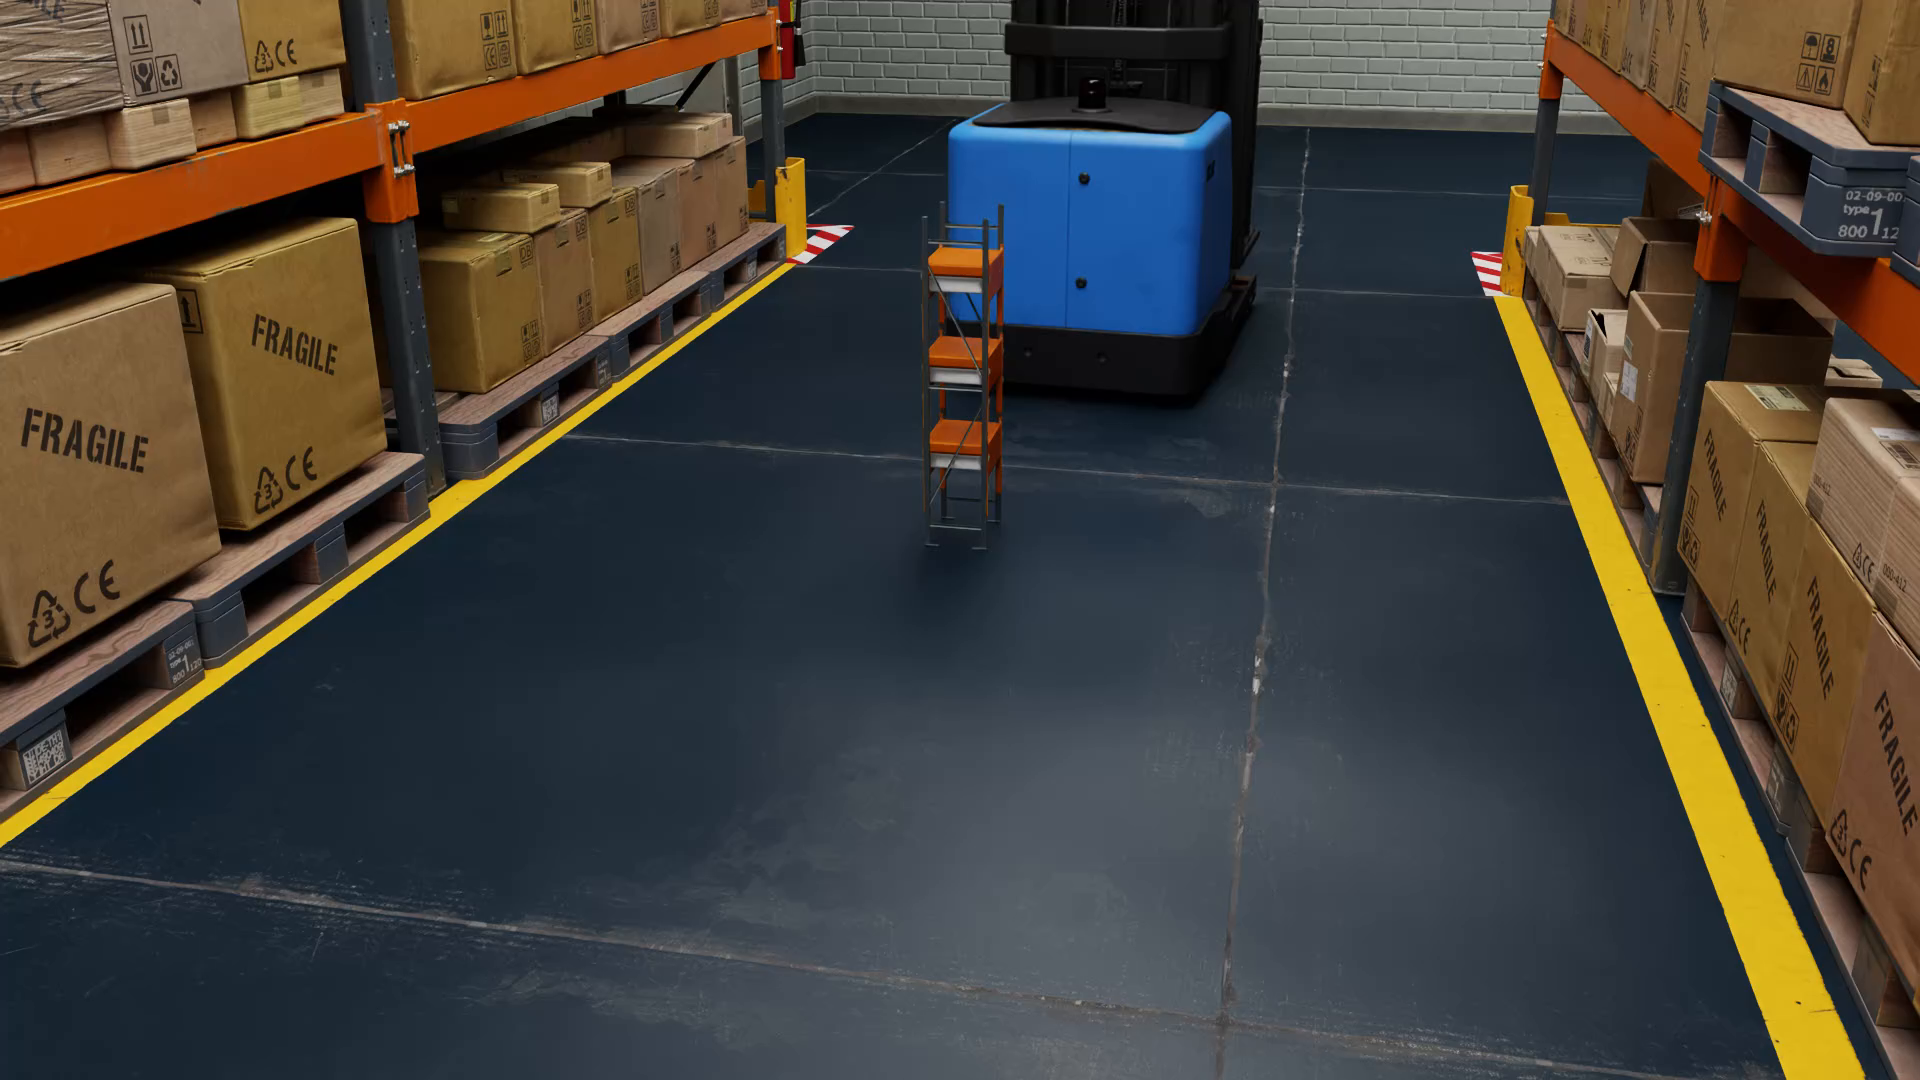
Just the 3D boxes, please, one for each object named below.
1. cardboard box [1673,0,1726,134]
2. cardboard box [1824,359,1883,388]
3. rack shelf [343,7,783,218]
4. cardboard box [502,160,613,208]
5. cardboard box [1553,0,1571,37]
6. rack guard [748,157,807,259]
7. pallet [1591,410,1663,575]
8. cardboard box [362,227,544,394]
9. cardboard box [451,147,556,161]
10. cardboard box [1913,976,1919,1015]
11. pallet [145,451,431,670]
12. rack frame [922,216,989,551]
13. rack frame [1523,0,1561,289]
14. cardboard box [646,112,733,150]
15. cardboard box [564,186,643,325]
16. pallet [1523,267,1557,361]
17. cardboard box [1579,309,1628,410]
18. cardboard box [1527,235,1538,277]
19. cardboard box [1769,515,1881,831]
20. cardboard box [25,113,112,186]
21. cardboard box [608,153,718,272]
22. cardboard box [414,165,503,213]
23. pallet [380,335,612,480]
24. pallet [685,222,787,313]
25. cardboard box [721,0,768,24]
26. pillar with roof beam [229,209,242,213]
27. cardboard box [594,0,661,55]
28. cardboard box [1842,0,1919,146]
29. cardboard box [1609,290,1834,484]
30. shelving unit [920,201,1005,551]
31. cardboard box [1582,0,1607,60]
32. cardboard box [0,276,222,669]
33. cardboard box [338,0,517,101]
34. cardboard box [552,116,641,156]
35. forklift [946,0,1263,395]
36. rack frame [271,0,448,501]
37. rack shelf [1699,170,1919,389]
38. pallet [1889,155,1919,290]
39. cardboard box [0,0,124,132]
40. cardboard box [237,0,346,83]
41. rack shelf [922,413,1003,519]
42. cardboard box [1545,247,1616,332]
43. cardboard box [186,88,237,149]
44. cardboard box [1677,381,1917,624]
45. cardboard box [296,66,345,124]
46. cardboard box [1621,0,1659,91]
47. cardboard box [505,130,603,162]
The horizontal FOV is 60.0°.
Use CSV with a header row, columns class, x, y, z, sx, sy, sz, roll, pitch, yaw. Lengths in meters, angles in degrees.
class,x,y,z,sx,sy,sz,roll,pitch,yaw
cardboard box,2.413,-1.457,4.822,0.500,0.500,0.500,5,22,12
cardboard box,3.026,-0.552,5.913,0.380,0.166,0.250,4,22,11
rack shelf,-1.880,-1.982,7.223,1.077,0.370,4.000,4,22,11
cardboard box,-1.680,-1.489,6.950,0.380,0.149,0.250,4,22,9
cardboard box,3.030,-2.575,7.599,0.500,0.500,0.500,5,22,12
rack guard,-1.467,-1.897,9.394,1.175,0.500,0.348,4,22,11
pallet,2.703,-0.166,5.483,1.003,0.211,1.213,4,22,11
cardboard box,-2.035,-0.885,6.321,0.700,0.500,0.500,5,22,12
cardboard box,-1.996,-1.624,7.288,0.380,0.149,0.250,4,22,10
cardboard box,1.813,0.661,2.454,0.500,0.500,0.500,4,22,9
pallet,-2.372,-0.003,5.078,1.003,0.211,1.213,4,22,11
rack frame,-0.014,-0.462,5.095,0.200,1.050,0.008,4,22,11
rack frame,3.378,-2.671,7.971,1.000,3.000,0.127,4,22,11
cardboard box,-1.364,-2.059,8.366,0.380,0.149,0.250,4,22,10
cardboard box,-1.822,-1.256,7.242,0.700,0.500,0.500,5,22,12
pallet,3.201,-1.058,7.698,1.003,0.211,1.213,4,22,11
cardboard box,2.554,-0.669,6.011,0.500,0.311,0.500,4,22,11
cardboard box,2.906,-1.343,7.875,0.380,0.166,0.250,4,22,11
cardboard box,2.018,0.284,3.391,0.500,0.500,0.500,5,22,12
cardboard box,-2.316,-0.961,4.034,0.380,0.149,0.250,4,22,11
cardboard box,-1.619,-1.636,8.184,0.700,0.500,0.500,4,22,11
cardboard box,-2.100,-1.438,6.824,0.380,0.149,0.250,4,22,9
pallet,-2.056,-0.563,6.469,1.003,0.211,1.213,4,22,11
pallet,-1.558,-1.455,8.685,1.003,0.211,1.213,4,22,11
cardboard box,-1.566,-2.999,8.384,0.980,0.700,0.700,5,23,13
pillar with roof beam,1.223,-4.361,4.136,9.100,9.000,0.400,4,22,11
cardboard box,-1.868,-2.454,7.030,0.980,0.700,0.700,3,22,8
cardboard box,2.168,-1.037,3.217,0.700,0.500,0.500,8,23,19
cardboard box,2.401,-0.483,5.294,0.500,0.500,0.500,4,22,11
shelving unit,0.011,-0.507,5.206,0.215,1.050,0.252,4,22,11
cardboard box,2.825,-2.203,6.674,0.500,0.500,0.500,4,22,11
cardboard box,-2.472,-0.209,4.173,0.750,0.750,0.750,5,23,13
cardboard box,-2.161,-1.921,5.706,0.980,0.700,0.700,5,22,12
cardboard box,-1.789,-1.996,8.209,0.380,0.149,0.250,5,22,11
forklift,0.832,-2.452,7.520,1.130,2.935,3.031,6,23,15
rack frame,-2.288,-1.584,5.273,1.000,3.000,0.127,4,22,11
rack shelf,2.154,-0.143,2.657,1.077,0.370,4.000,4,22,11
pallet,2.138,-0.368,2.509,1.003,0.211,1.213,4,22,11
cardboard box,-2.341,-1.220,3.808,0.500,0.500,0.500,4,22,11
cardboard box,-2.135,-1.590,4.728,0.500,0.500,0.500,4,22,10
rack shelf,0.011,-0.239,5.314,0.215,0.259,0.240,4,22,11
cardboard box,2.786,-1.057,7.054,0.500,0.250,0.500,4,22,11
cardboard box,-2.205,-1.147,4.495,0.380,0.149,0.250,5,23,13
cardboard box,2.225,-0.094,4.330,0.500,0.500,0.500,3,22,8
cardboard box,-2.080,-1.332,4.955,0.380,0.149,0.250,5,22,11
cardboard box,2.620,-1.834,5.757,0.500,0.500,0.500,5,22,12
cardboard box,-1.892,-1.811,7.750,0.380,0.149,0.250,5,22,12
